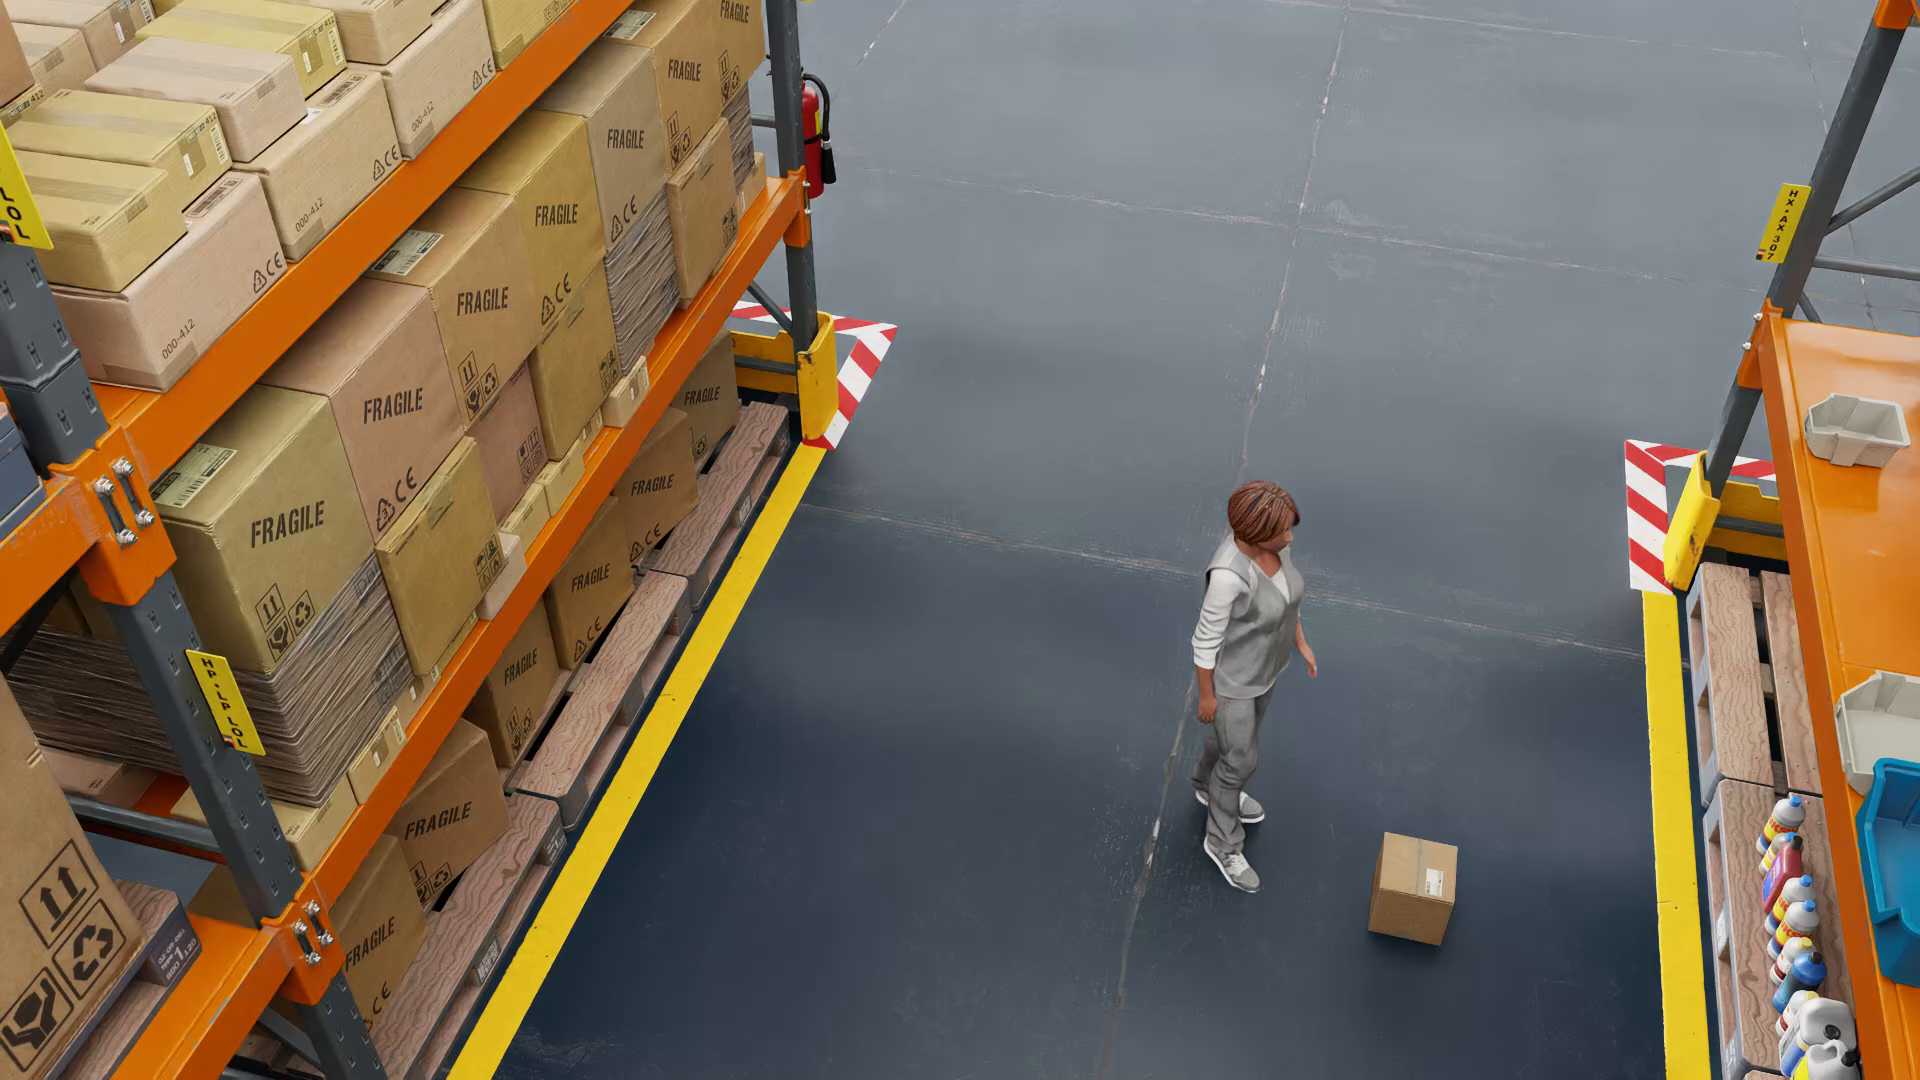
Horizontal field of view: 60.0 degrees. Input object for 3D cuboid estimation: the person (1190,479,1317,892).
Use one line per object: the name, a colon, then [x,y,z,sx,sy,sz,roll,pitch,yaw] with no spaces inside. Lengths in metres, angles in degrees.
person: [1.008,0.472,5.632,0.424,1.634,0.458,25,47,26]
